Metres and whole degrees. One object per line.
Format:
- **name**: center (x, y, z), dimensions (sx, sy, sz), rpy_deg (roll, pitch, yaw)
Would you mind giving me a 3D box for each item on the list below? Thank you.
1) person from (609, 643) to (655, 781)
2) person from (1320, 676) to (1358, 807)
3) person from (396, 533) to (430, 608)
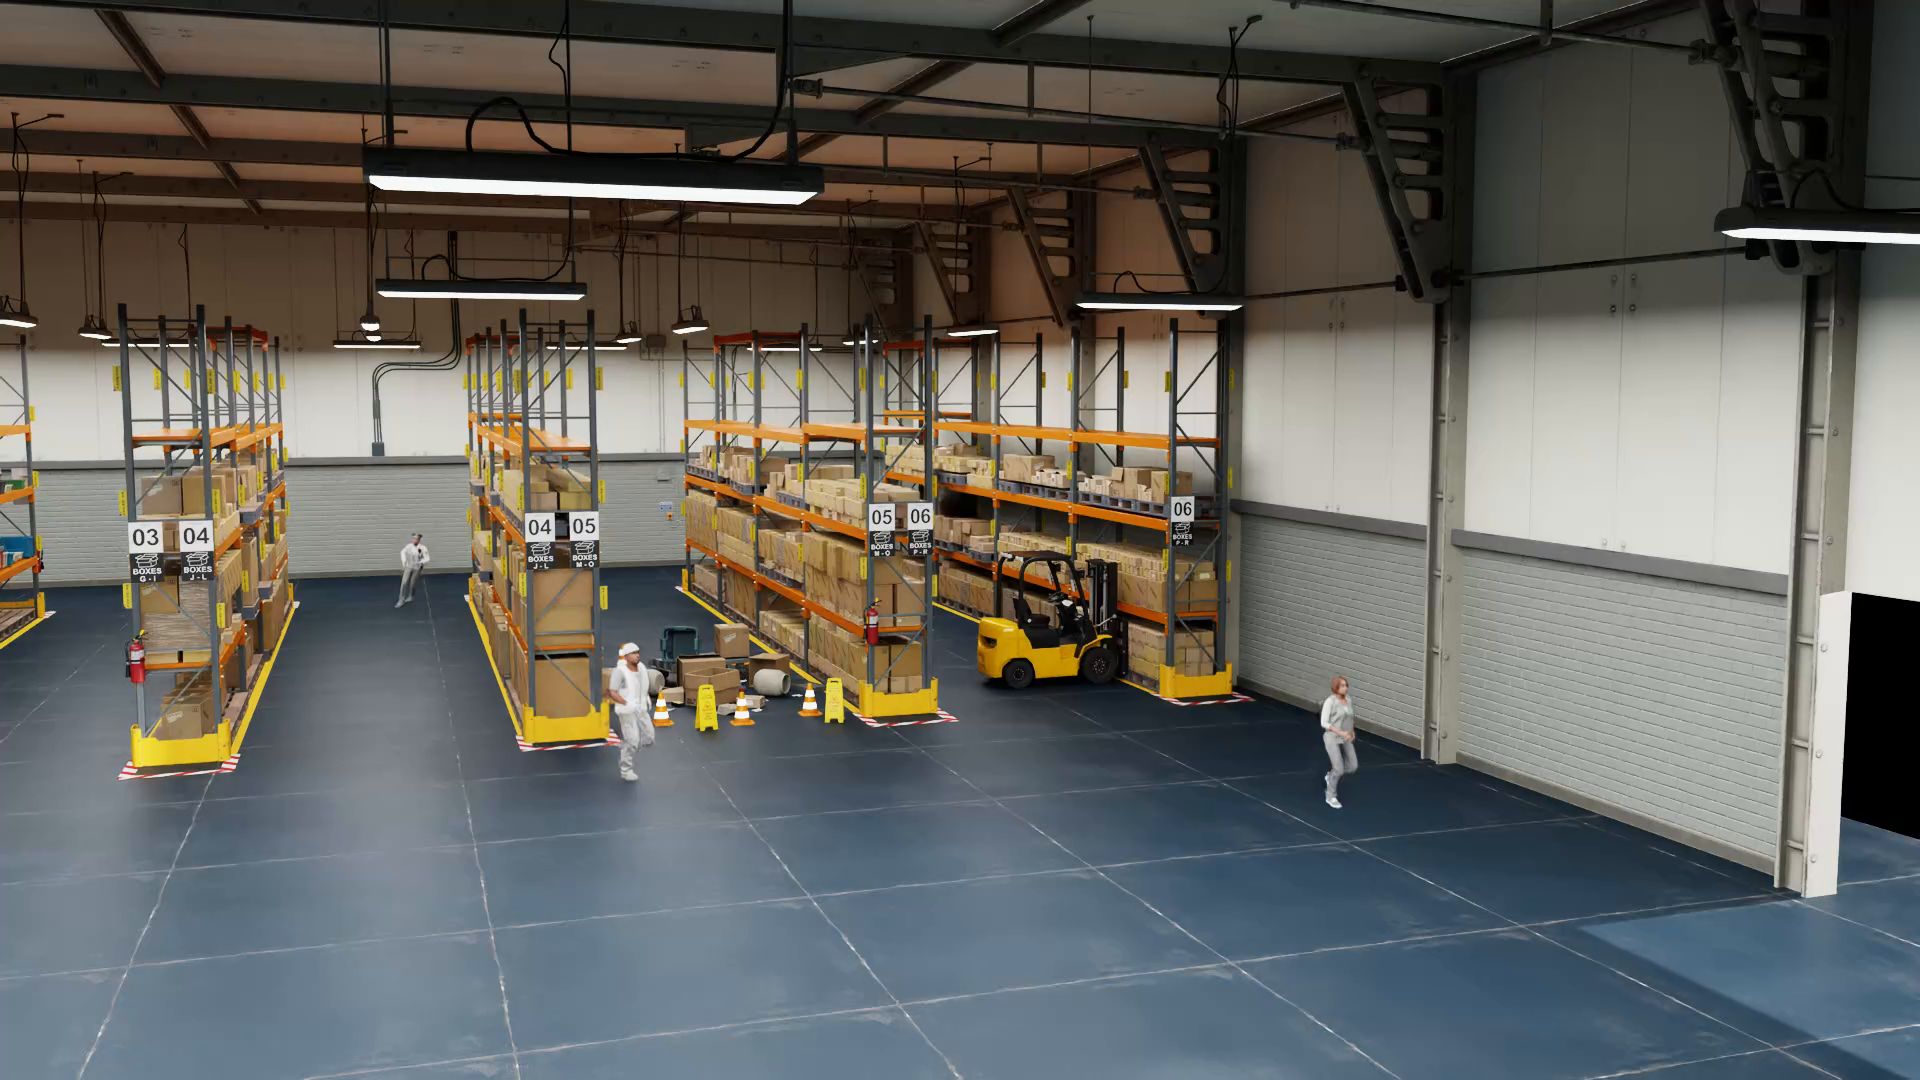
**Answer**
- **person**: center (-4.108, 2.152, 20.940), dimensions (0.613, 1.735, 0.719), rpy_deg (4, 6, 33)
- **person**: center (4.479, 2.373, 19.583), dimensions (0.570, 1.560, 0.562), rpy_deg (-3, 6, -30)
- **person**: center (-12.256, 0.651, 37.347), dimensions (0.679, 1.635, 0.895), rpy_deg (-1, 5, -5)
